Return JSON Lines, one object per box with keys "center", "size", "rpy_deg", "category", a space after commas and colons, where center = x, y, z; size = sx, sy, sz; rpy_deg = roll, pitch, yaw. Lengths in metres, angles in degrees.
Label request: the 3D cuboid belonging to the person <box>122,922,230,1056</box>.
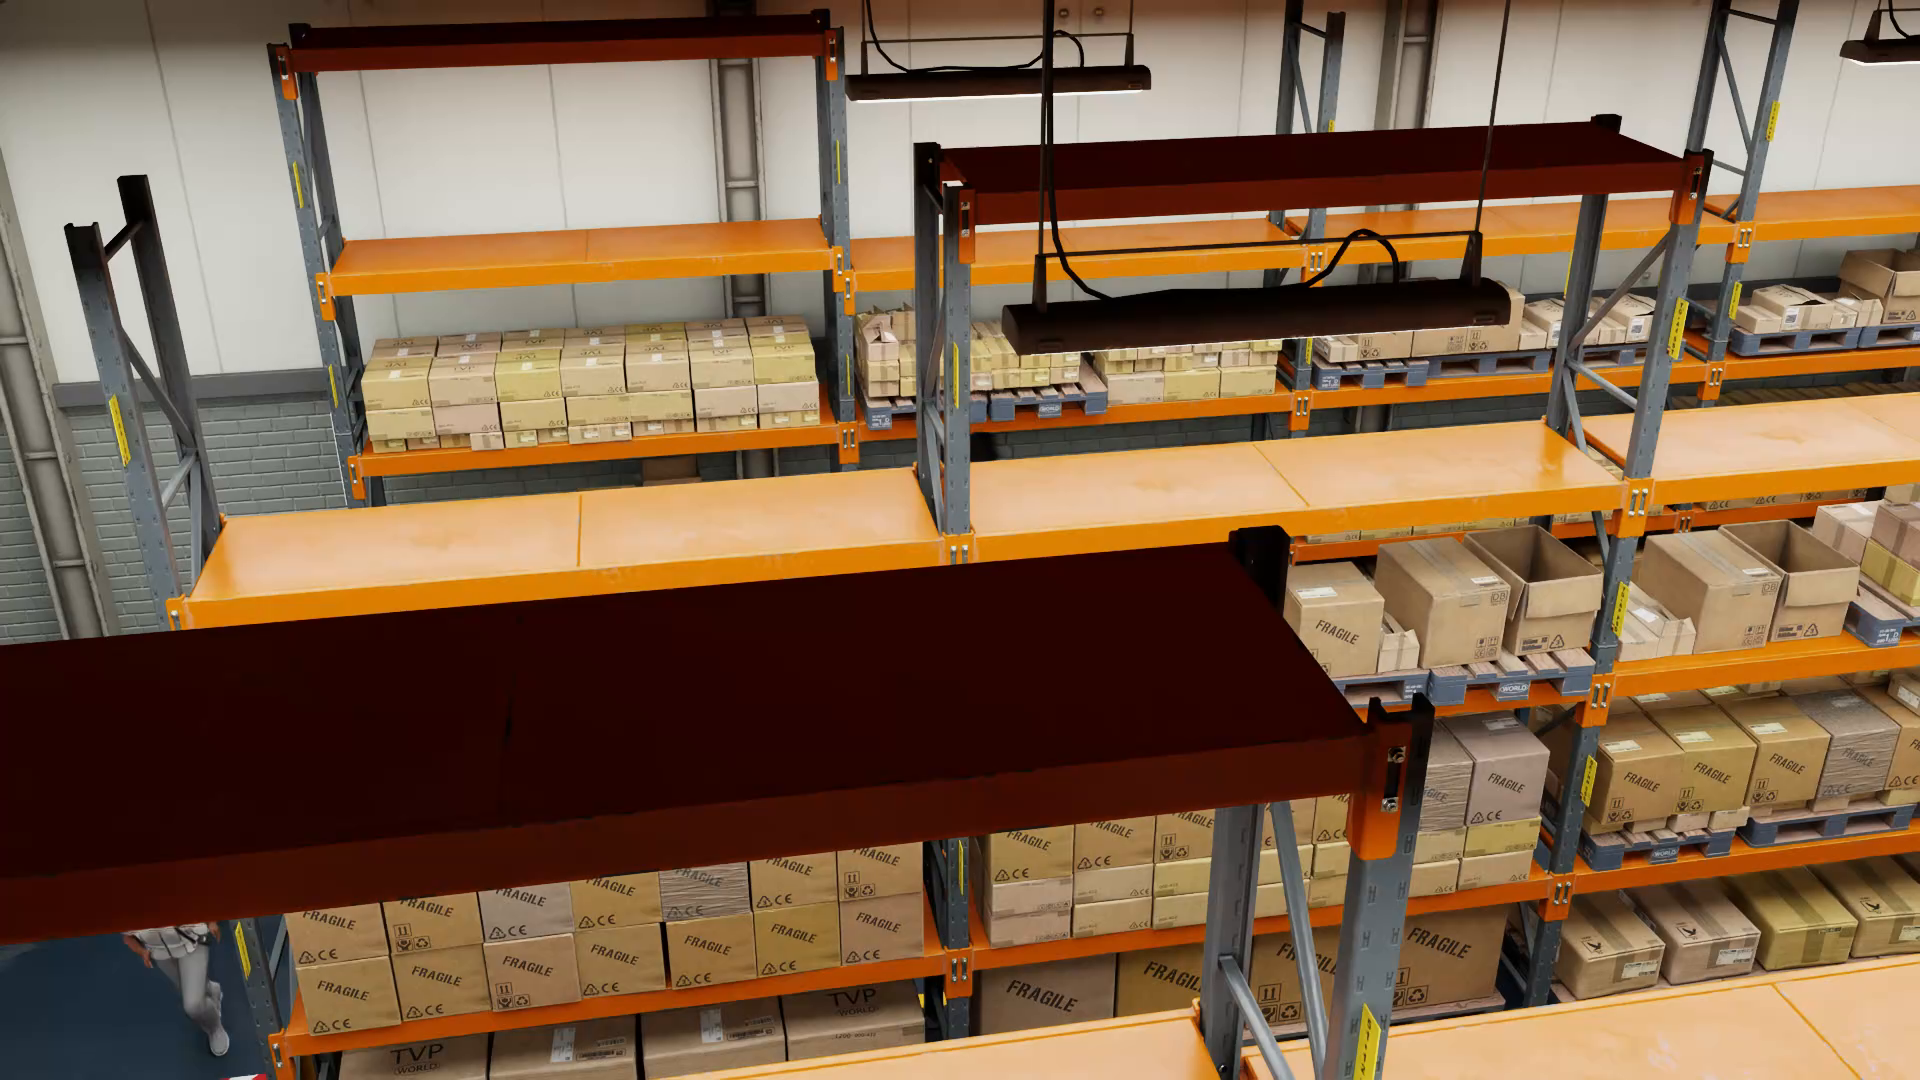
{"center": [-5.127, 2.678, 10.892], "size": [0.491, 1.612, 0.887], "rpy_deg": [-1, 26, -3], "category": "person"}
